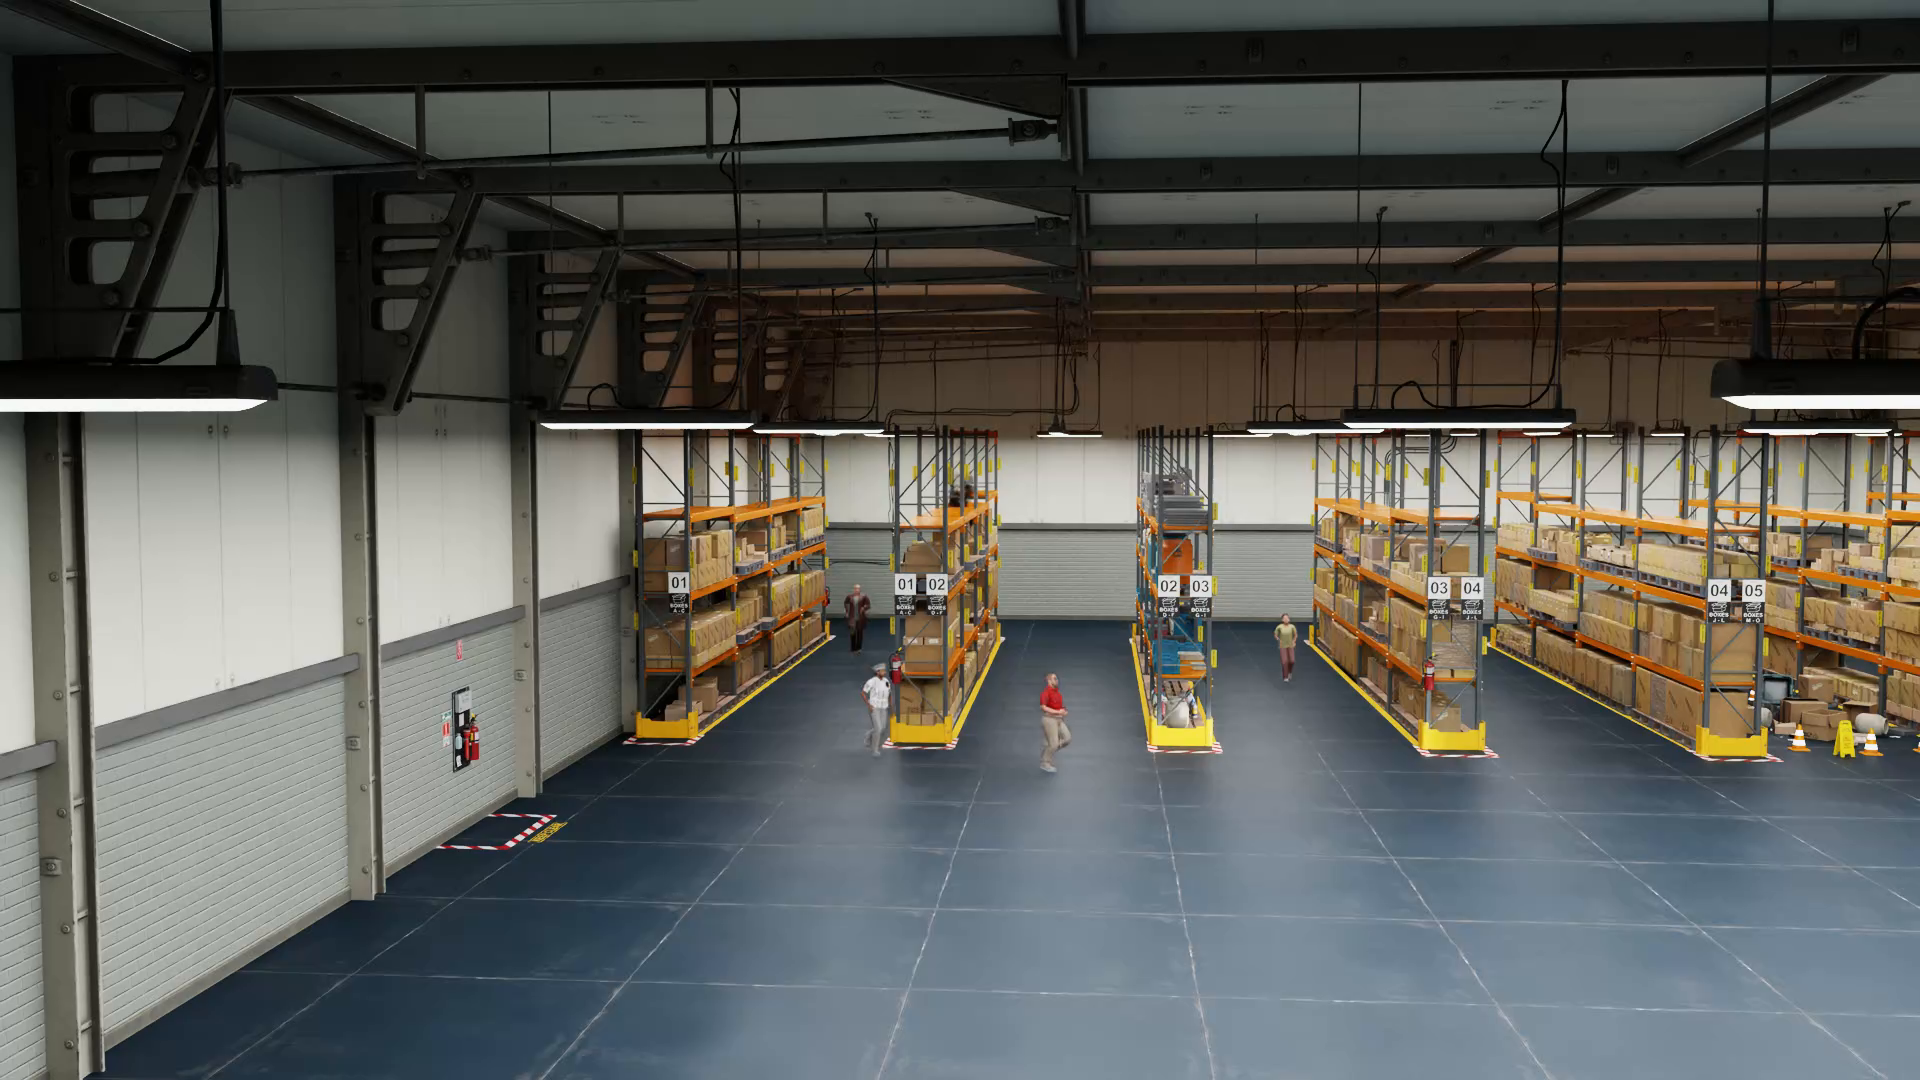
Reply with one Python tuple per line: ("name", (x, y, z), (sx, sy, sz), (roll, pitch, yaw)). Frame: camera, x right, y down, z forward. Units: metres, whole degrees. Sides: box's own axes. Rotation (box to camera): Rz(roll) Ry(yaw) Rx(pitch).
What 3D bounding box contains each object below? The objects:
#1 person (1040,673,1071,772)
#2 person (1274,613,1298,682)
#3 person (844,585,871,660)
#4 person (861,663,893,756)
("person", (1.650, 3.151, 28.724), (0.555, 1.690, 0.716), (2, 4, 26))
("person", (7.699, 2.544, 39.221), (0.556, 1.626, 0.520), (0, 3, 4))
("person", (-2.588, 2.064, 41.930), (0.692, 1.885, 0.800), (0, 3, -2))
("person", (-1.516, 3.080, 30.428), (0.625, 1.663, 0.590), (-3, 5, -41))
